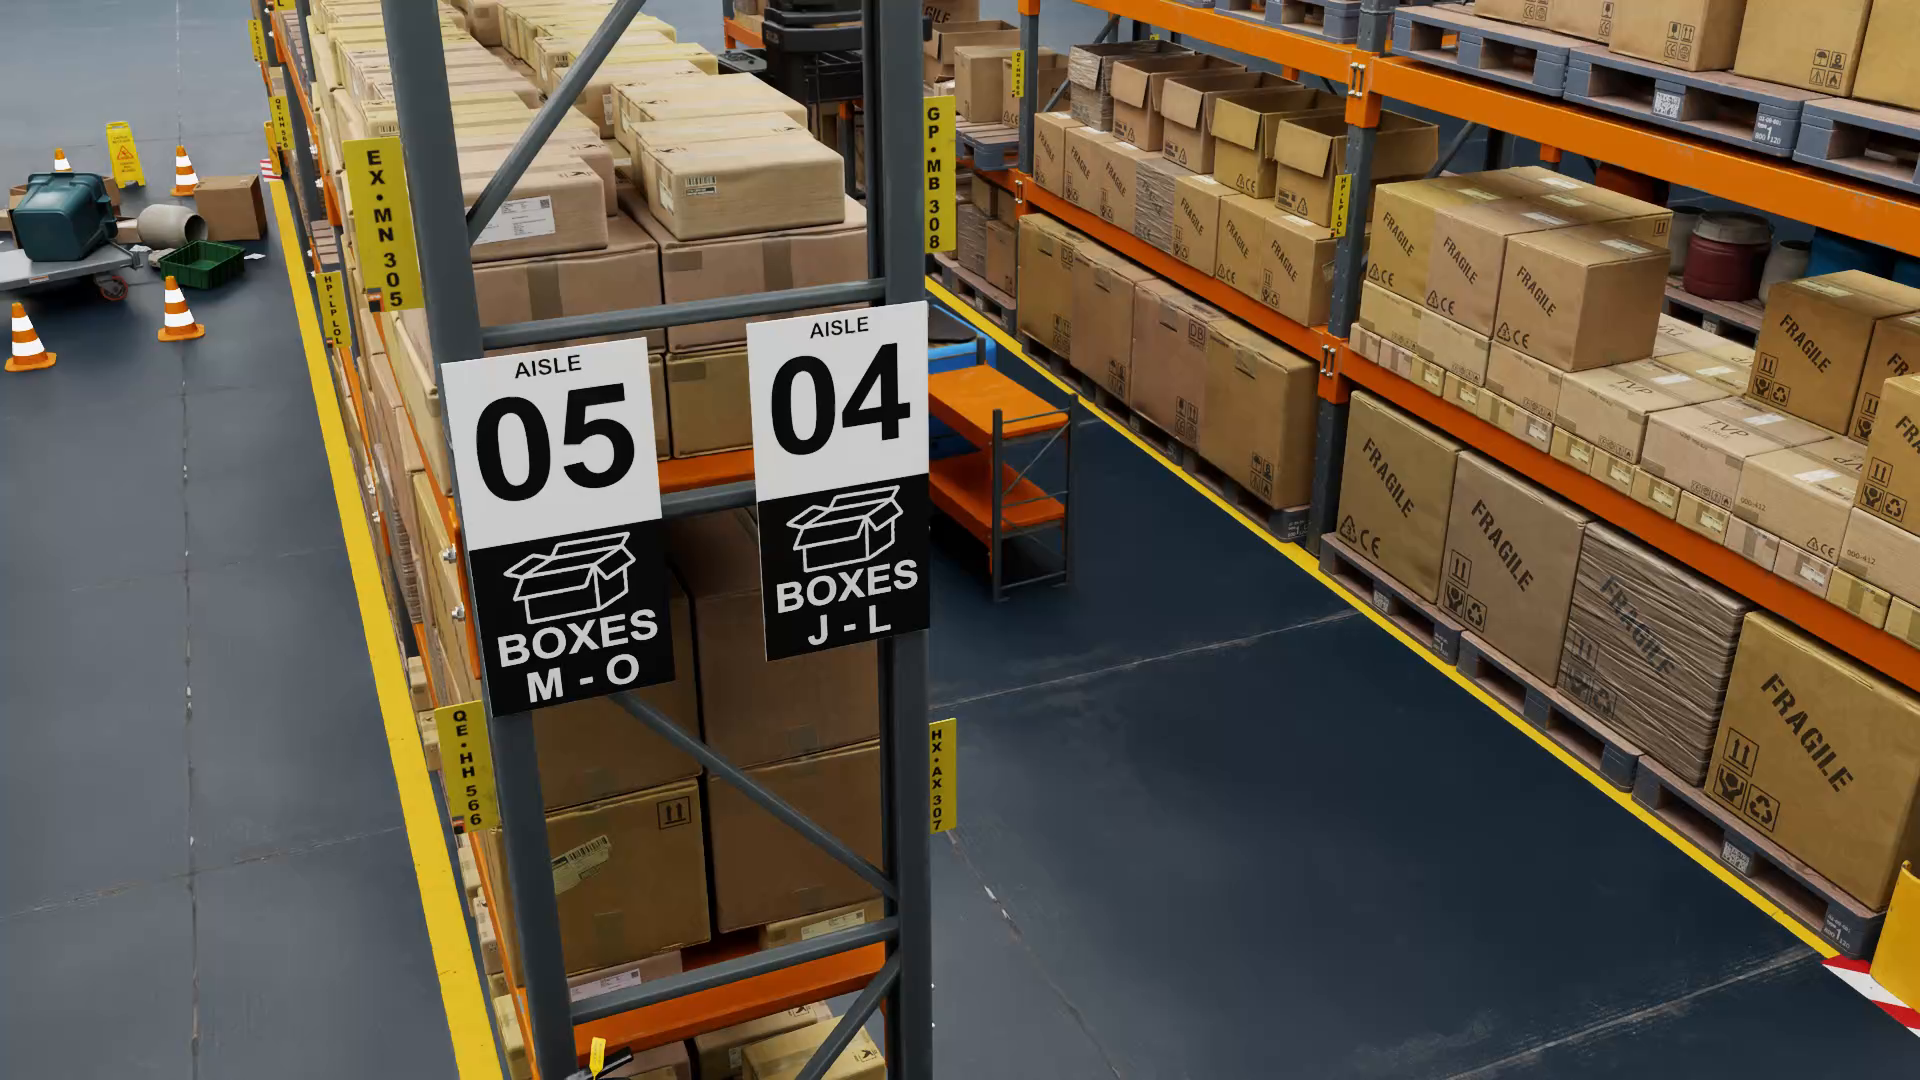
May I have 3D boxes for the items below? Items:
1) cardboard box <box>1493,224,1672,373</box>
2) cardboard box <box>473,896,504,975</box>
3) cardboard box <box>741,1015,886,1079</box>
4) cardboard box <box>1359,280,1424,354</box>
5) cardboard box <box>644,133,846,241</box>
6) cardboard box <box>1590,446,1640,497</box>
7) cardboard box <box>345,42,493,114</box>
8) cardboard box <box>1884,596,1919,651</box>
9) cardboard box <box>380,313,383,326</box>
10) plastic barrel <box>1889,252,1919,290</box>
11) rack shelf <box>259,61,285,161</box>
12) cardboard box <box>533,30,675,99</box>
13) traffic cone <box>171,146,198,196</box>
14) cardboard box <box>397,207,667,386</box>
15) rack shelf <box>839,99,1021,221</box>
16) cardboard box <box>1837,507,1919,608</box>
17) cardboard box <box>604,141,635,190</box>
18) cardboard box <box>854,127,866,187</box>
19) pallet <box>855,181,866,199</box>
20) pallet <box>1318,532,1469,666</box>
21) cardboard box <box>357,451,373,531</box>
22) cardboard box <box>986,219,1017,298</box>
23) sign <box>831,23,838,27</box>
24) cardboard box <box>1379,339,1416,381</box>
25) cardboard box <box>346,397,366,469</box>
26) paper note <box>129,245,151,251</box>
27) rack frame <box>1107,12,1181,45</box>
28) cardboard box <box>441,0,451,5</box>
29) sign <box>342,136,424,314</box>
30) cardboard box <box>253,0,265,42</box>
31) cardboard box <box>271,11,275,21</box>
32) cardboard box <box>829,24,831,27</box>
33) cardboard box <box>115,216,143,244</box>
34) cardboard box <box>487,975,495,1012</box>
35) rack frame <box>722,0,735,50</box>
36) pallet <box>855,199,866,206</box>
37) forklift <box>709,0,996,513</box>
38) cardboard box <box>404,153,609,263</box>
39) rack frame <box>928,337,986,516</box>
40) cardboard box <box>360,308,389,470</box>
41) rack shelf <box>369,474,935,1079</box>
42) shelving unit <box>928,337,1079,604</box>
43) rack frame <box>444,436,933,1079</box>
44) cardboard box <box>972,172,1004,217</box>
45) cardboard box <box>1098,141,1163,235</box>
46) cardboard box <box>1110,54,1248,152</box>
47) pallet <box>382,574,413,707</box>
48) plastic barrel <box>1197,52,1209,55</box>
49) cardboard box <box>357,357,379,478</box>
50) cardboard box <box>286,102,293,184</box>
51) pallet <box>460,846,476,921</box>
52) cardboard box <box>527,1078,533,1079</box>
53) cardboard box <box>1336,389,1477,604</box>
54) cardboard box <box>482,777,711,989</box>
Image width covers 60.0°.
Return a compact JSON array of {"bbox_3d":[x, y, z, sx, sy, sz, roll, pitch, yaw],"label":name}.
[{"bbox_3d":[2.828,-1.109,7.579,0.500,0.500,0.500,-11,28,-22],"label":"cardboard box"},{"bbox_3d":[-1.459,1.321,5.719,0.380,0.149,0.250,-10,28,-19],"label":"cardboard box"},{"bbox_3d":[-0.448,1.629,5.087,0.380,0.149,0.250,-12,28,-23],"label":"cardboard box"},{"bbox_3d":[2.425,-1.184,8.588,0.500,0.250,0.500,-11,28,-22],"label":"cardboard box"},{"bbox_3d":[-0.473,-0.780,3.657,0.380,0.149,0.250,-11,28,-21],"label":"cardboard box"},{"bbox_3d":[3.007,-0.329,7.291,0.380,0.149,0.250,-10,28,-20],"label":"cardboard box"},{"bbox_3d":[-1.538,-1.319,4.761,0.380,0.149,0.250,-11,28,-22],"label":"cardboard box"},{"bbox_3d":[3.606,0.288,6.027,0.380,0.149,0.250,-10,28,-20],"label":"cardboard box"},{"bbox_3d":[-1.365,-0.752,4.623,0.500,0.250,0.500,-9,28,-18],"label":"cardboard box"},{"bbox_3d":[6.842,-1.672,11.668,0.600,0.901,0.708,-11,28,-21],"label":"plastic barrel"},{"bbox_3d":[-6.038,-4.255,15.865,1.077,0.370,4.000,-11,28,-21],"label":"rack shelf"},{"bbox_3d":[-1.054,-1.412,4.952,0.380,0.149,0.250,-10,28,-19],"label":"cardboard box"},{"bbox_3d":[-7.920,-3.787,16.979,0.336,0.463,0.334,-11,28,-21],"label":"traffic cone"},{"bbox_3d":[-0.970,-0.573,3.688,0.500,0.250,0.500,-11,28,-22],"label":"cardboard box"},{"bbox_3d":[0.132,-3.451,14.220,1.077,0.370,4.000,-11,28,-21],"label":"rack shelf"},{"bbox_3d":[3.614,0.046,6.068,0.500,0.250,0.500,-11,28,-21],"label":"cardboard box"},{"bbox_3d":[-0.693,-0.864,4.282,0.500,0.250,0.500,-11,28,-21],"label":"cardboard box"},{"bbox_3d":[-0.771,-3.816,16.517,0.500,0.500,0.500,-11,28,-22],"label":"cardboard box"},{"bbox_3d":[-0.947,-3.594,16.870,1.003,0.211,1.213,-11,28,-21],"label":"pallet"},{"bbox_3d":[2.707,0.221,9.056,1.003,0.211,1.213,-11,28,-21],"label":"pallet"},{"bbox_3d":[-3.041,-0.277,9.268,0.500,0.500,0.500,-11,28,-22],"label":"cardboard box"},{"bbox_3d":[0.634,-2.309,13.407,0.700,0.500,0.500,-12,29,-23],"label":"cardboard box"},{"bbox_3d":[-1.148,-4.875,15.328,0.100,0.325,0.005,-11,28,-21],"label":"sign"},{"bbox_3d":[2.394,-0.957,8.577,0.380,0.149,0.250,-12,28,-22],"label":"cardboard box"},{"bbox_3d":[-3.055,-0.621,9.119,0.500,0.250,0.500,-12,28,-23],"label":"cardboard box"},{"bbox_3d":[-7.470,-2.667,15.186,0.172,0.023,0.155,-1,26,-3],"label":"paper note"},{"bbox_3d":[2.340,-7.048,20.766,1.000,3.000,0.127,-11,28,-21],"label":"rack frame"},{"bbox_3d":[-2.004,-1.859,5.866,0.380,0.149,0.250,-11,28,-21],"label":"cardboard box"},{"bbox_3d":[-1.074,-0.585,3.100,0.100,0.325,0.005,-11,28,-21],"label":"sign"},{"bbox_3d":[-5.690,-4.680,14.515,0.875,0.550,0.550,-11,28,-21],"label":"cardboard box"},{"bbox_3d":[-3.709,-3.272,9.500,0.500,0.500,0.500,-11,28,-21],"label":"cardboard box"},{"bbox_3d":[-0.771,-4.953,16.022,0.875,0.500,0.500,-11,28,-21],"label":"cardboard box"},{"bbox_3d":[-7.623,-2.919,15.426,0.396,0.266,0.258,-6,27,-12],"label":"cardboard box"},{"bbox_3d":[-1.438,1.592,5.841,0.380,0.149,0.250,-12,28,-23],"label":"cardboard box"},{"bbox_3d":[-2.218,-6.197,19.023,1.000,3.000,0.127,-11,28,-21],"label":"rack frame"},{"bbox_3d":[-0.345,-3.015,15.684,1.003,0.211,1.213,-11,28,-21],"label":"pallet"},{"bbox_3d":[-0.907,-1.993,10.492,1.130,2.935,3.031,-13,29,-25],"label":"forklift"},{"bbox_3d":[-0.956,-0.694,3.481,0.380,0.149,0.250,-11,28,-21],"label":"cardboard box"},{"bbox_3d":[-0.080,-0.607,9.711,0.500,1.125,0.032,-13,29,-25],"label":"rack frame"},{"bbox_3d":[-1.783,-0.529,5.823,0.500,0.500,0.500,-10,28,-20],"label":"cardboard box"},{"bbox_3d":[-1.339,0.590,5.943,1.077,0.370,4.000,-11,28,-21],"label":"rack shelf"},{"bbox_3d":[0.158,-0.410,9.307,0.538,1.125,1.048,-13,29,-25],"label":"shelving unit"},{"bbox_3d":[-0.555,1.074,4.132,1.000,3.000,0.127,-11,28,-21],"label":"rack frame"},{"bbox_3d":[0.408,-2.856,13.674,0.500,0.250,0.500,-7,27,-15],"label":"cardboard box"},{"bbox_3d":[1.263,-2.355,11.041,0.500,0.500,0.500,-11,28,-22],"label":"cardboard box"},{"bbox_3d":[1.439,-2.901,11.016,0.797,0.503,0.637,-10,28,-19],"label":"cardboard box"},{"bbox_3d":[-2.428,0.398,8.694,1.003,0.211,1.213,-11,28,-21],"label":"pallet"},{"bbox_3d":[2.864,-5.664,20.288,0.421,0.512,0.421,0,26,0],"label":"plastic barrel"},{"bbox_3d":[-2.160,-0.476,6.853,0.500,0.500,0.500,-11,28,-22],"label":"cardboard box"},{"bbox_3d":[-4.706,-2.946,12.251,0.500,0.500,0.500,-10,28,-20],"label":"cardboard box"},{"bbox_3d":[-1.345,1.471,6.498,1.003,0.211,1.213,-11,28,-21],"label":"pallet"},{"bbox_3d":[-1.230,1.659,5.365,0.380,0.149,0.250,-12,28,-23],"label":"cardboard box"},{"bbox_3d":[2.666,-0.306,8.901,0.875,0.875,0.875,-11,28,-21],"label":"cardboard box"},{"bbox_3d":[-0.968,0.758,4.325,0.500,0.500,0.500,-10,28,-20],"label":"cardboard box"}]
